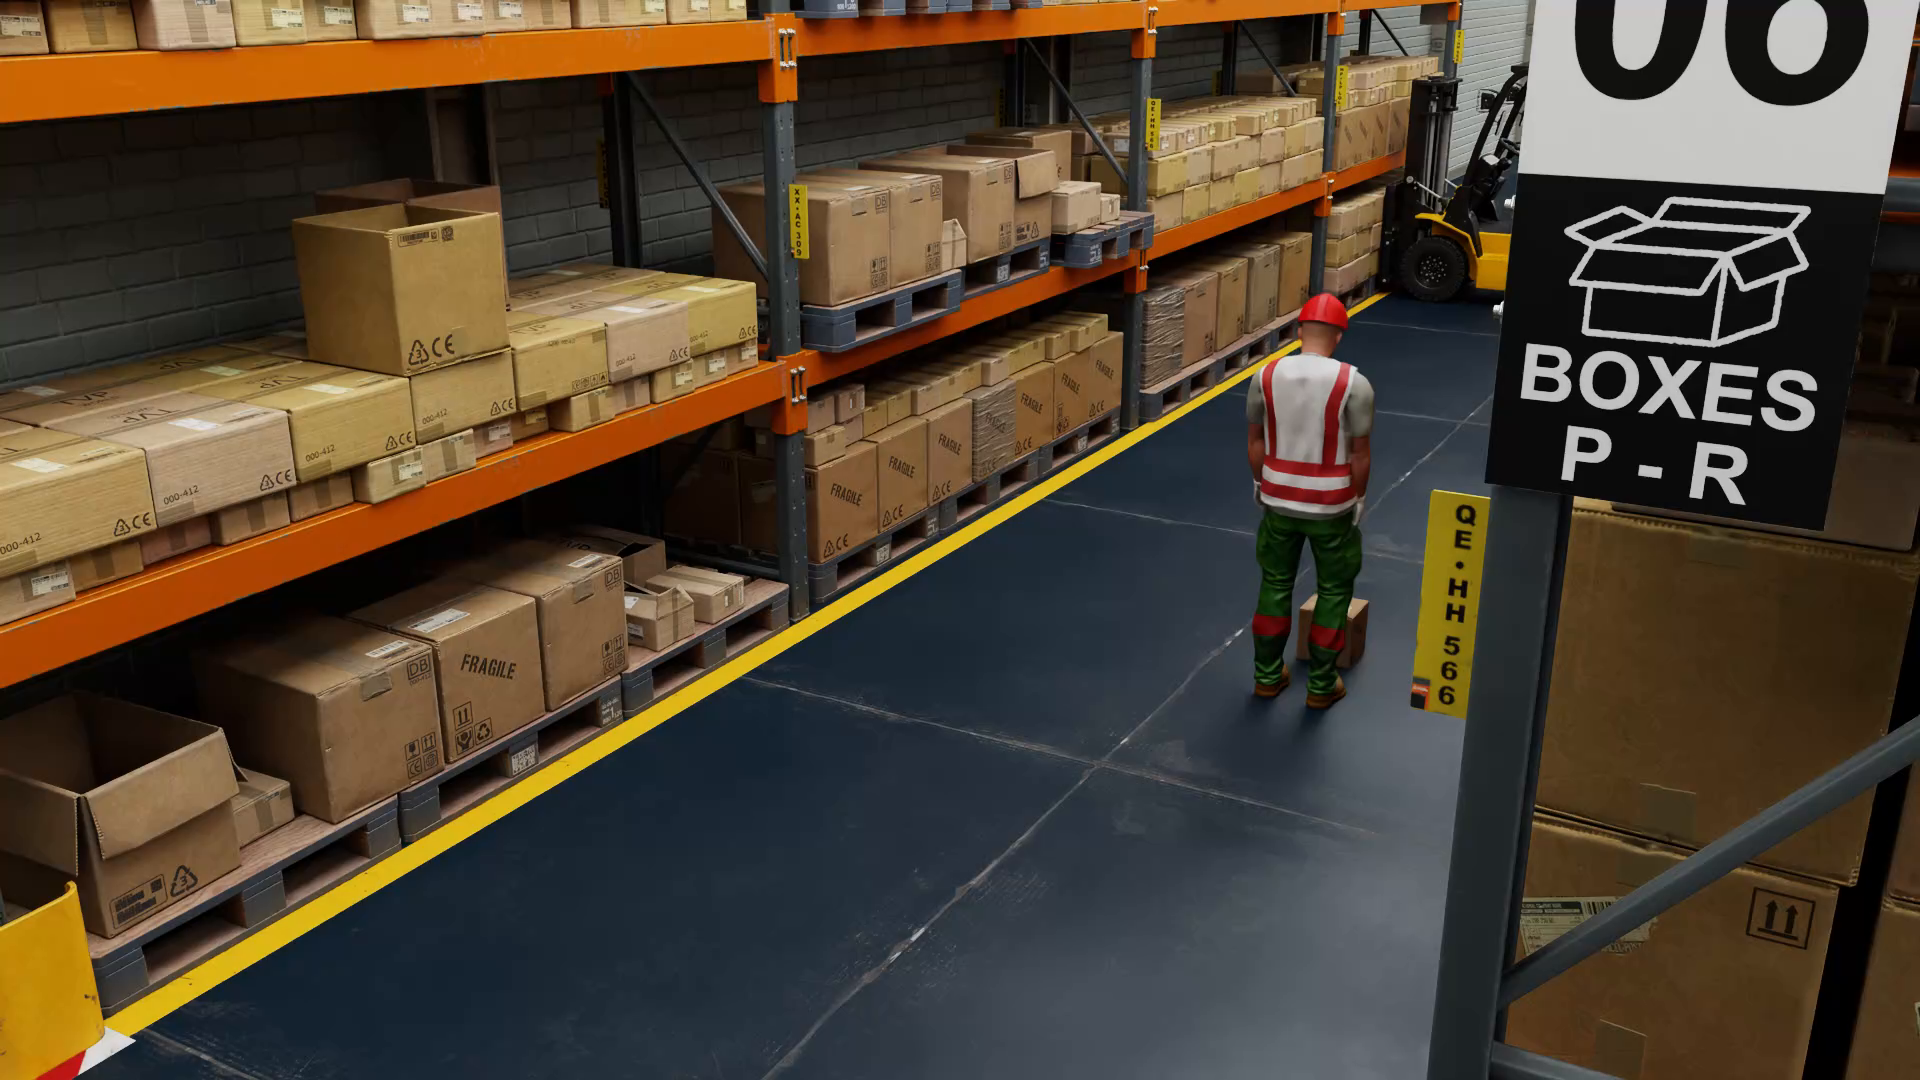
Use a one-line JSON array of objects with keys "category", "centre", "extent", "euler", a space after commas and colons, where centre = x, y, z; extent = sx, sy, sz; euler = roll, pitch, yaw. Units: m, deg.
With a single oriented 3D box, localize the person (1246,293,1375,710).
[{"category": "person", "centre": [1.468, -0.163, 7.048], "extent": [0.536, 1.757, 0.414], "euler": [11, 22, 29]}]
